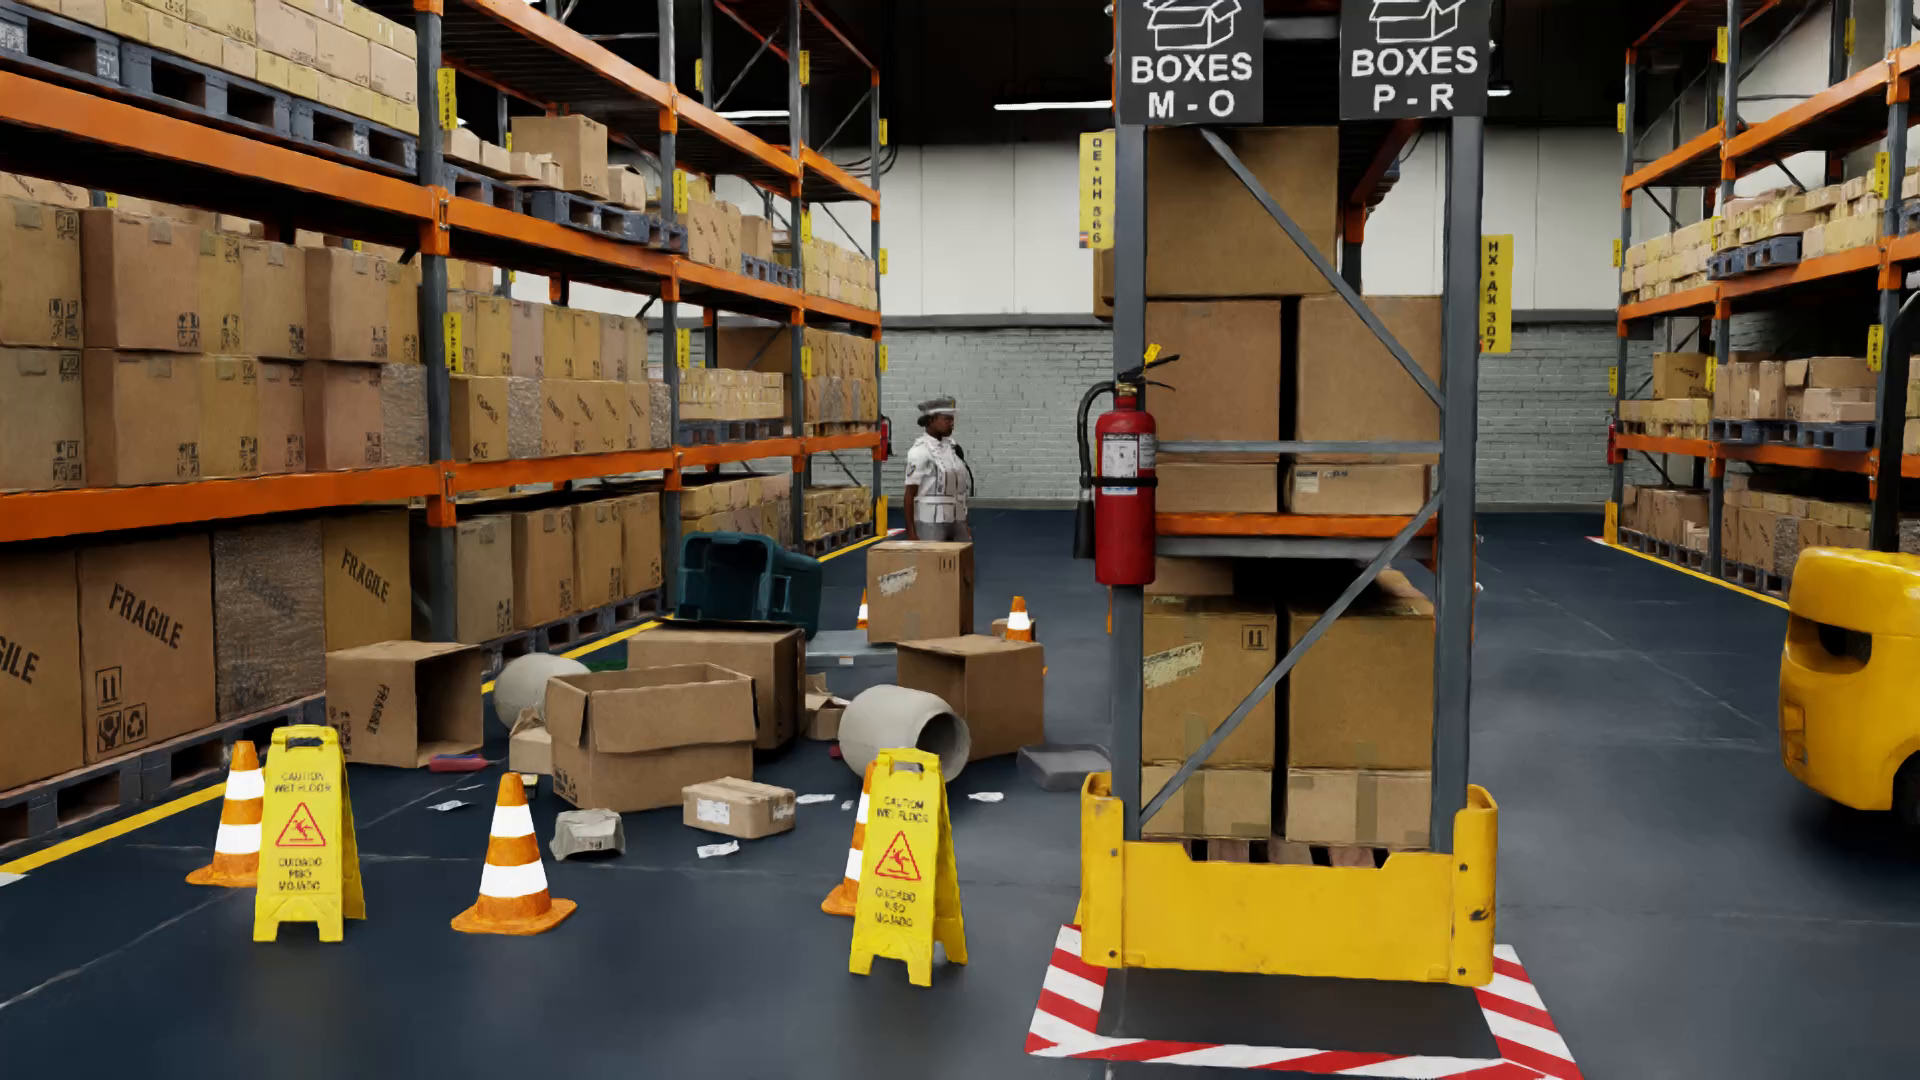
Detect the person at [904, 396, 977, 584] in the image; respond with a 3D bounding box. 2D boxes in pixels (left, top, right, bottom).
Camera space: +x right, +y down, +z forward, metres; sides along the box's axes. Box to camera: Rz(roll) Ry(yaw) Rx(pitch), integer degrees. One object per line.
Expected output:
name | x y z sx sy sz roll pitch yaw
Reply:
person | -0.199 -0.086 10.696 0.565 1.668 0.611 3 6 36
